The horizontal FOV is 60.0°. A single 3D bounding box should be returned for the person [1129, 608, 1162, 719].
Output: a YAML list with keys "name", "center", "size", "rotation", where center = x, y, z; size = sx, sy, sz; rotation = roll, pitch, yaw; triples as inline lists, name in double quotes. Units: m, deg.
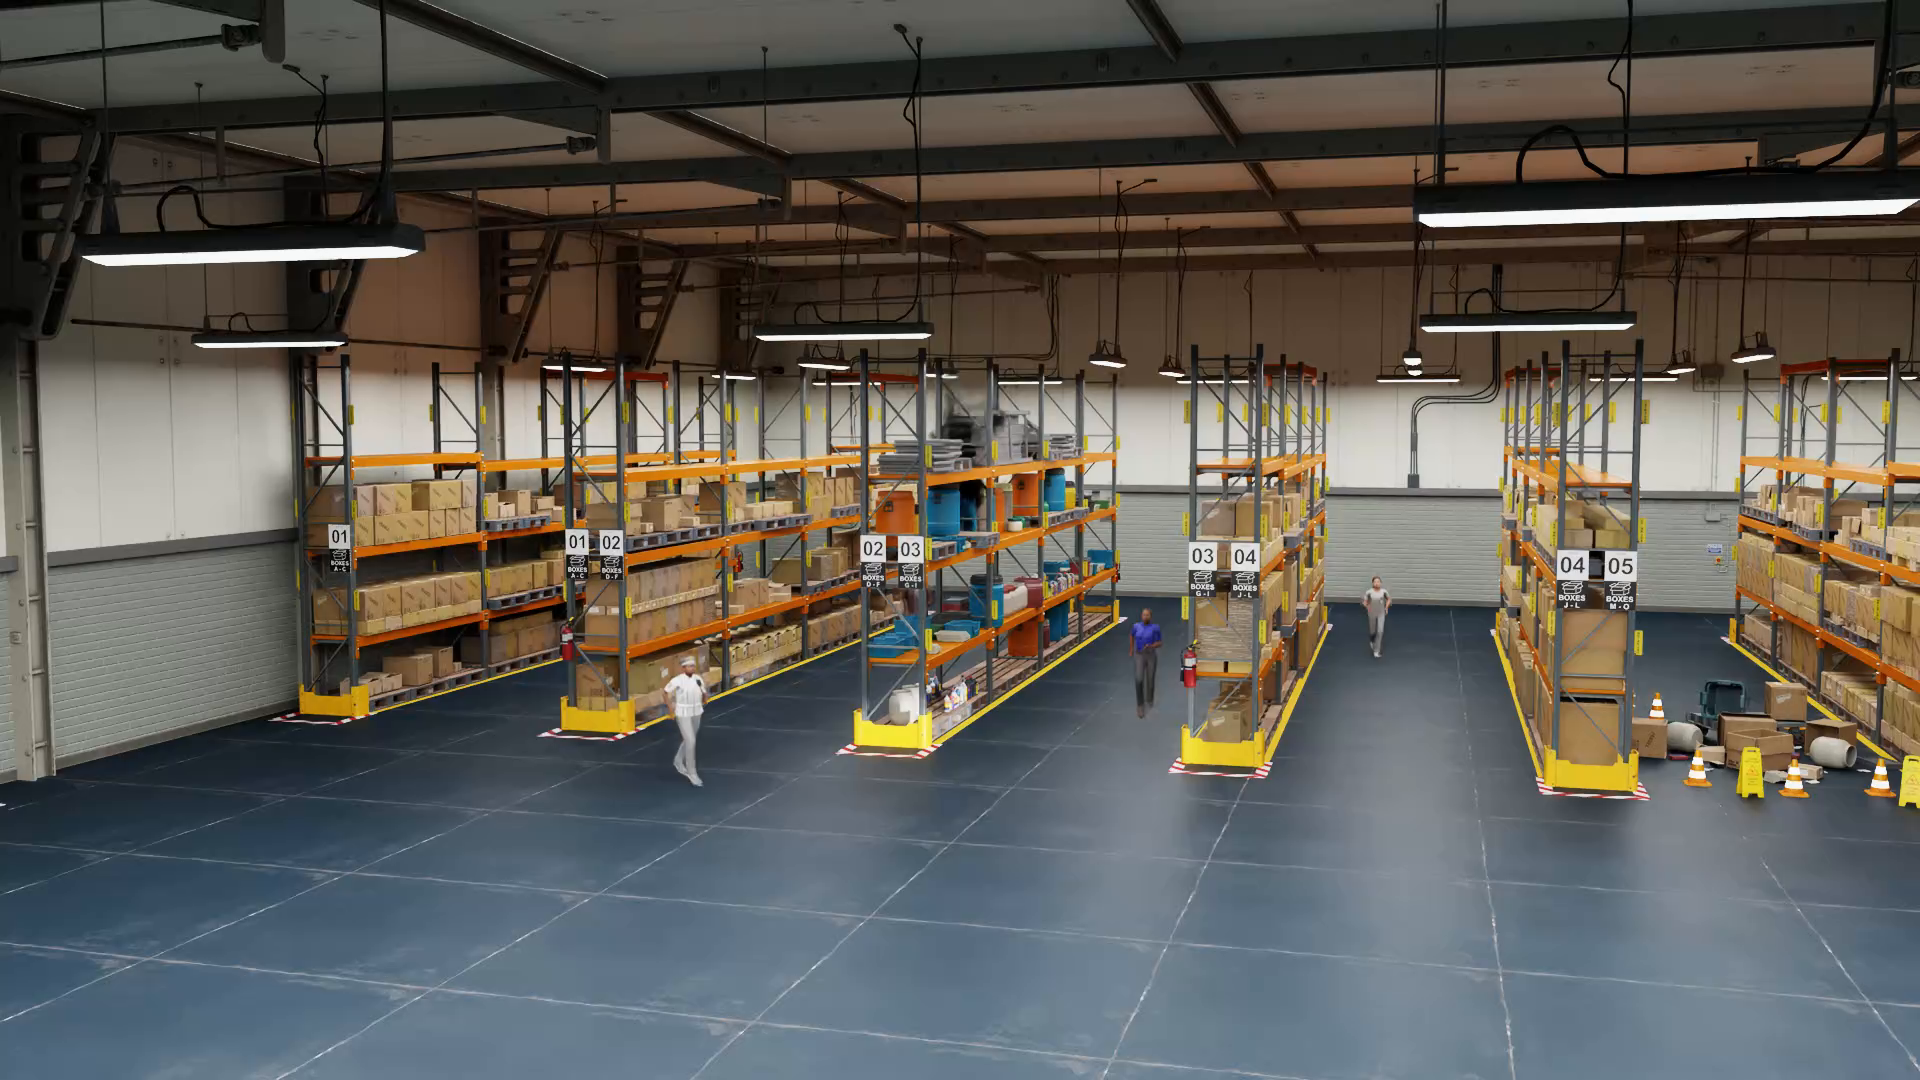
- name: "person"
  center: [2.934, 1.940, 26.323]
  size: [0.536, 1.749, 0.777]
  rotation: [1, 4, 10]

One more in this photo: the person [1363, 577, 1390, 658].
- name: "person"
  center: [8.689, 1.588, 34.689]
  size: [0.567, 1.664, 0.856]
  rotation: [1, 4, 10]

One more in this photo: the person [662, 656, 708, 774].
- name: "person"
  center: [-3.726, 2.367, 22.780]
  size: [0.767, 1.594, 0.556]
  rotation: [4, 6, 44]

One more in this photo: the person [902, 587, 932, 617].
- name: "person"
  center: [-0.893, 1.555, 34.330]
  size: [0.627, 1.723, 0.760]
  rotation: [0, 4, 0]
